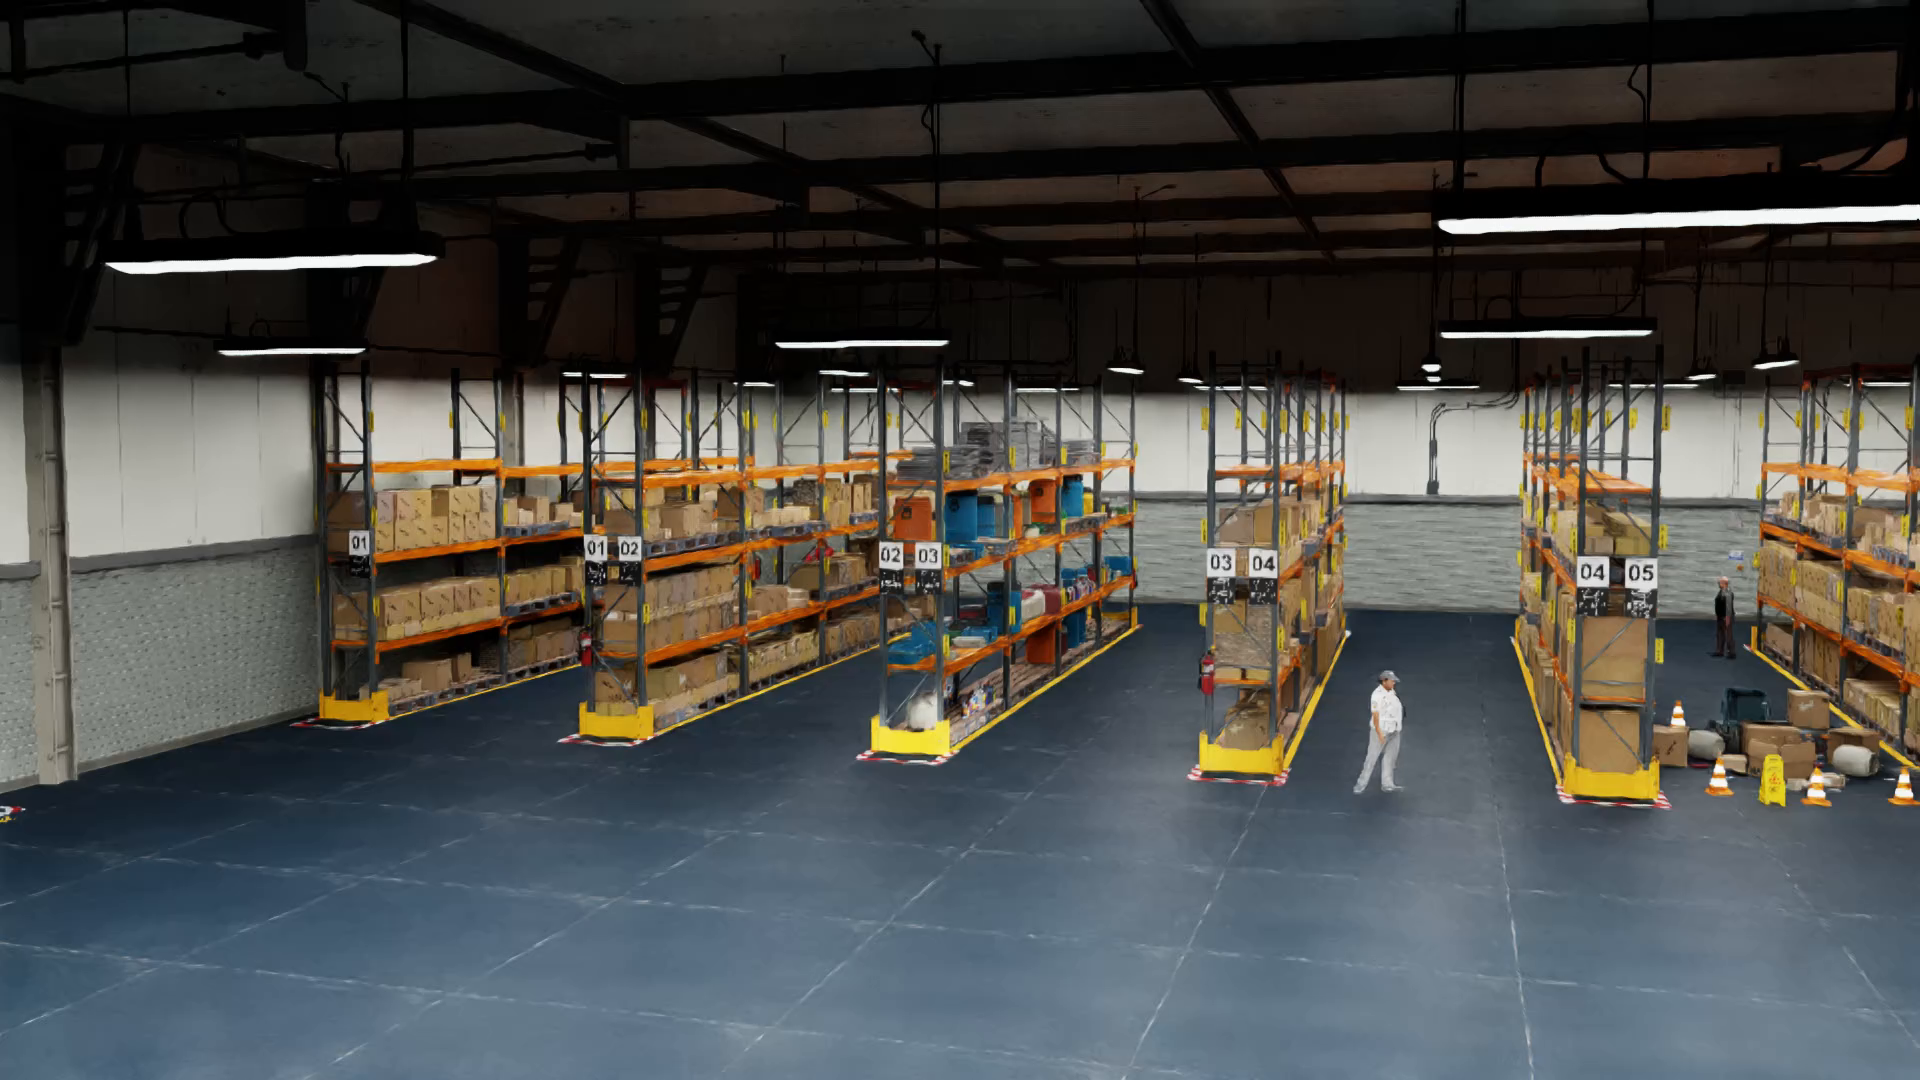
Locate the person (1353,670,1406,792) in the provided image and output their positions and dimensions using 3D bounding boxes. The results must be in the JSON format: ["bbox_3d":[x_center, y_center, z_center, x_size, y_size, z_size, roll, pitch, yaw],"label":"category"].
[{"bbox_3d":[5.646,2.579,22.423,0.686,1.662,0.476,-3,5,-37],"label":"person"}]

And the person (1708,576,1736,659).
[{"bbox_3d":[16.135,1.624,35.126,0.480,1.719,0.618,1,4,12],"label":"person"}]

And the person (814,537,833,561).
[{"bbox_3d":[-3.943,0.773,47.141,0.715,1.718,0.535,-2,4,-24],"label":"person"}]

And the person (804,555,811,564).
[{"bbox_3d":[-3.740,1.205,41.000,0.550,1.709,1.128,1,4,14],"label":"person"}]
